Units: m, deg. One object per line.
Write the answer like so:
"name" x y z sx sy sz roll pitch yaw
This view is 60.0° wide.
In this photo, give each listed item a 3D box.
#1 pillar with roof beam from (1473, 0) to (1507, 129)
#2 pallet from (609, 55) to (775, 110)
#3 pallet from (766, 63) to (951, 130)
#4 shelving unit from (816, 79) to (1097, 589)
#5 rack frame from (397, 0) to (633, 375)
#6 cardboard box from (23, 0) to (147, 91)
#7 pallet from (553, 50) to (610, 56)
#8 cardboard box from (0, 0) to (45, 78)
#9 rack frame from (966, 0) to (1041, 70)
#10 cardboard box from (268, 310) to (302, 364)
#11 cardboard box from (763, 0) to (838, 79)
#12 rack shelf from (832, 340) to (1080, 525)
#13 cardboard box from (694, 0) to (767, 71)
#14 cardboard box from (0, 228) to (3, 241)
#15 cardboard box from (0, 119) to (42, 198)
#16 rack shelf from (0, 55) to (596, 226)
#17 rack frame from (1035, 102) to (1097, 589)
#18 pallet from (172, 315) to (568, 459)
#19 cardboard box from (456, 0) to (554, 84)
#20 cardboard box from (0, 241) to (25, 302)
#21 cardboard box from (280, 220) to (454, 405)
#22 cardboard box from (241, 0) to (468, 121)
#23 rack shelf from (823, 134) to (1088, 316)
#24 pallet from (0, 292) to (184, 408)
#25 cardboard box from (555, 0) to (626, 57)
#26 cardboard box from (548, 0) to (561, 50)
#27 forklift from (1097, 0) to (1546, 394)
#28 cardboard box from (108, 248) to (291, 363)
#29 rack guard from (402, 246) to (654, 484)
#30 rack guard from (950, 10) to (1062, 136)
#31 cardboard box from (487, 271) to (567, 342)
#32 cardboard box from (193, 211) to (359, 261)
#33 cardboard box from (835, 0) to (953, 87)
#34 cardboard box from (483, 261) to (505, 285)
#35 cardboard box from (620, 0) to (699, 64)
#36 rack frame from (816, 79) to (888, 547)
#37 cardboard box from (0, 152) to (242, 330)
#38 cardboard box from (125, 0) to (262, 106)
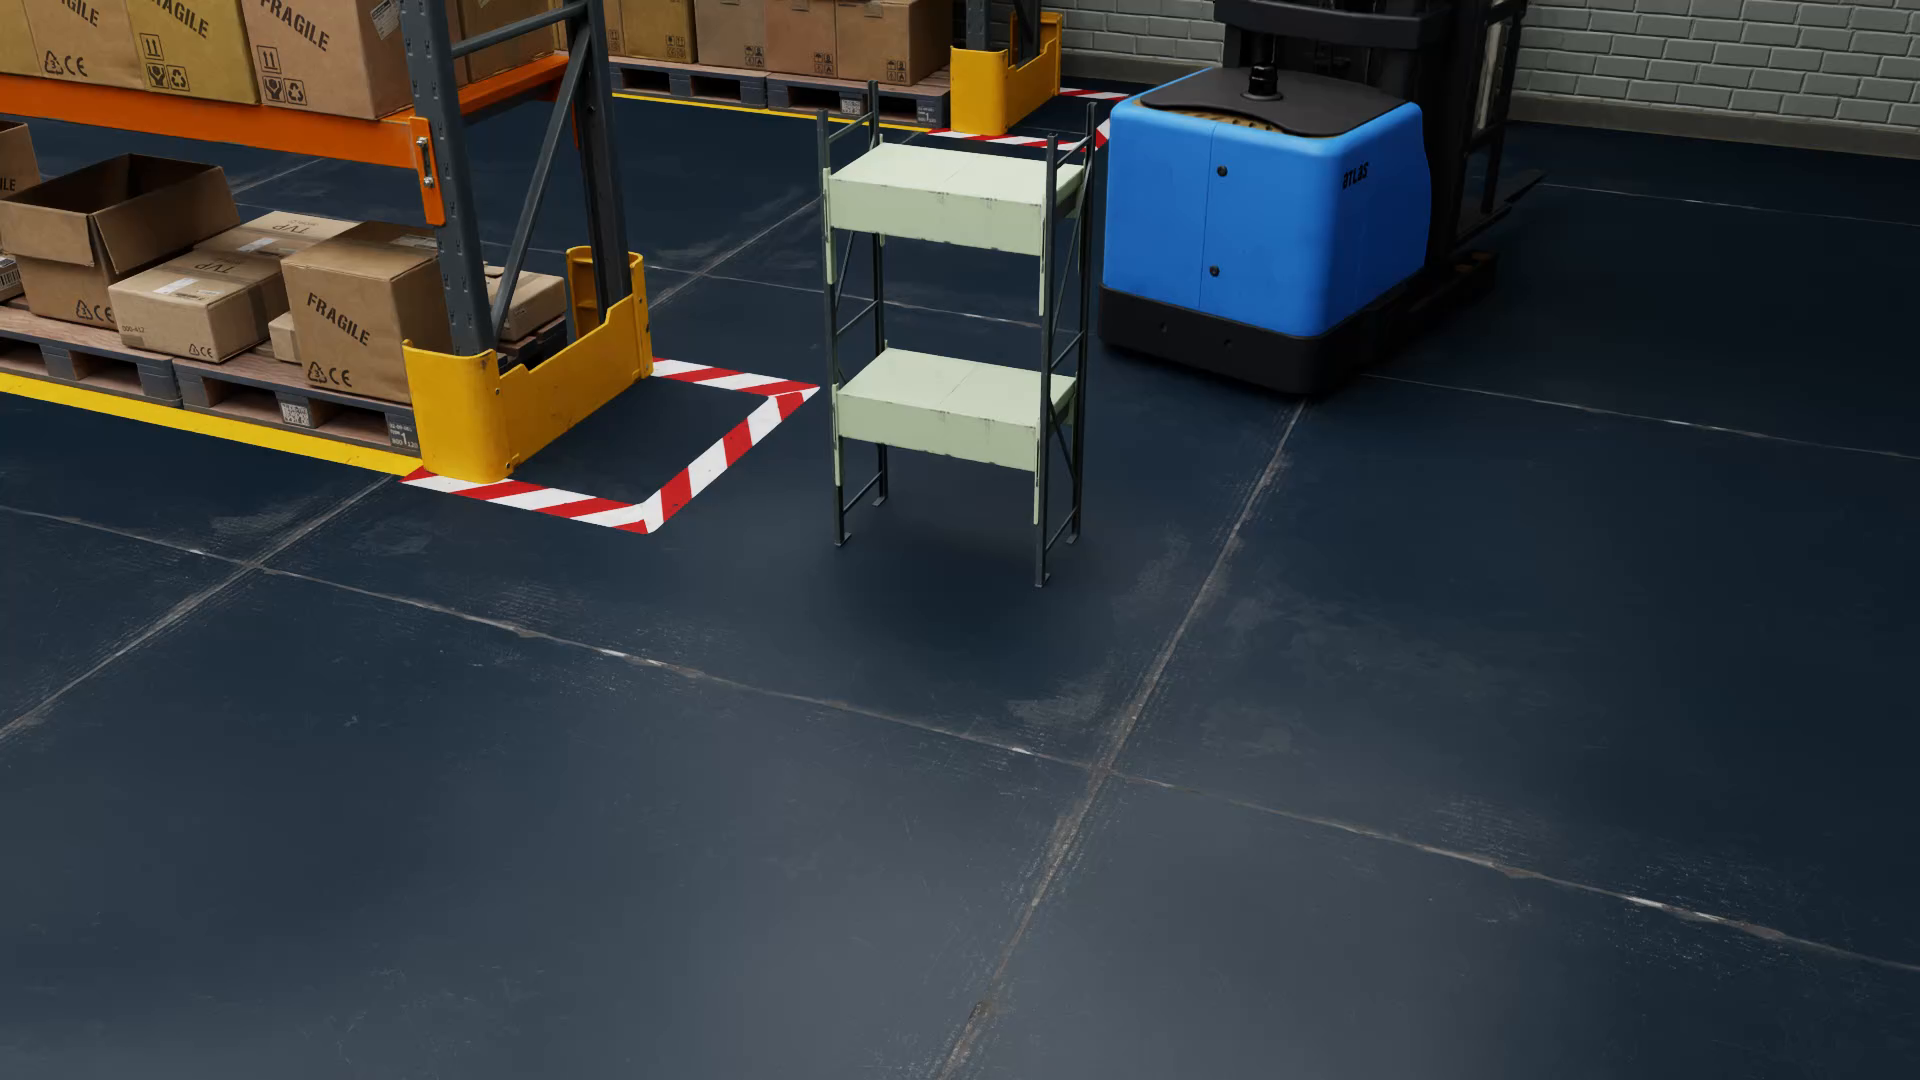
"pillar with roof beam" 1.488 -4.589 4.724 0.400 9.000 9.100 11 31 19
"pallet" -1.618 -3.170 11.144 1.213 0.211 1.003 11 31 19
"pallet" -0.491 -2.944 10.744 1.213 0.211 1.003 11 31 19
"shelving unit" -0.006 -0.654 5.383 0.755 1.500 0.431 11 31 19
"rack frame" -1.580 -1.786 5.862 0.127 3.000 1.000 11 31 19
"cardboard box" -3.040 -1.978 6.099 0.500 0.500 0.500 12 31 20
"pallet" -2.752 -3.395 11.542 1.213 0.211 1.003 11 31 19
"cardboard box" -3.507 -2.071 6.264 0.500 0.500 0.500 11 31 18
"rack frame" 0.279 -4.045 9.859 0.127 3.000 1.000 11 31 19
"cardboard box" -2.518 -0.848 6.635 0.250 0.166 0.380 11 31 19
"cardboard box" -0.871 -3.317 10.683 0.500 0.500 0.700 11 31 19
"rack shelf" -0.006 -0.370 5.544 0.720 0.370 0.431 11 31 19
"cardboard box" -1.337 -3.409 10.847 0.500 0.500 0.700 10 31 17
"cardboard box" -3.957 -1.432 7.521 0.500 0.311 0.500 11 31 19
"cardboard box" -4.652 -1.653 7.720 0.500 0.500 0.500 11 31 19
"rack shelf" -3.433 -1.843 6.693 4.000 0.370 1.077 11 31 19
"rack frame" 0.333 -0.586 5.263 0.023 1.500 0.400 11 31 19
"pallet" -2.390 -0.733 6.833 1.213 0.211 1.003 11 31 19
"cardboard box" -1.892 -2.032 6.195 0.500 0.500 0.500 12 32 20
"cardboard box" -4.174 -1.152 7.173 0.250 0.166 0.380 11 31 19
"cardboard box" -2.176 -0.878 6.348 0.500 0.500 0.500 11 31 19
"cardboard box" -2.097 -1.788 5.764 0.500 0.500 0.500 12 32 21
"rack shelf" -0.006 -0.994 5.191 0.720 0.370 0.431 11 31 19
"pallet" -3.516 -0.960 7.233 1.213 0.211 1.003 11 31 19
"cardboard box" -2.309 -3.601 11.185 0.500 0.500 0.700 11 31 19
"cardboard box" -2.773 -3.695 11.352 0.500 0.500 0.700 12 32 20
"forklift" 1.883 -2.522 7.233 1.130 2.935 3.031 21 35 32
"cardboard box" -3.045 -0.958 6.744 0.500 0.250 0.500 11 31 19
"rack guard" -1.650 -0.712 6.502 0.348 0.500 1.175 11 31 19
"rack guard" 0.301 -2.953 10.466 0.348 0.500 1.175 11 31 19
"cardboard box" -1.839 -0.971 6.869 0.250 0.149 0.380 11 31 19
"cardboard box" -2.904 -1.196 7.164 0.500 0.250 0.500 11 31 19
"cardboard box" -0.407 -3.224 10.519 0.500 0.500 0.700 11 31 19
"cardboard box" -2.070 -1.025 6.947 0.250 0.166 0.380 11 31 19
"cardboard box" -1.834 -3.505 11.015 0.500 0.500 0.700 12 32 20
"rack frame" -0.345 -0.722 5.503 0.023 1.500 0.400 11 31 19
"cardboard box" -3.544 -1.286 7.066 0.637 0.503 0.797 11 31 19
"cardboard box" -2.579 -1.883 5.931 0.500 0.500 0.500 12 31 20
